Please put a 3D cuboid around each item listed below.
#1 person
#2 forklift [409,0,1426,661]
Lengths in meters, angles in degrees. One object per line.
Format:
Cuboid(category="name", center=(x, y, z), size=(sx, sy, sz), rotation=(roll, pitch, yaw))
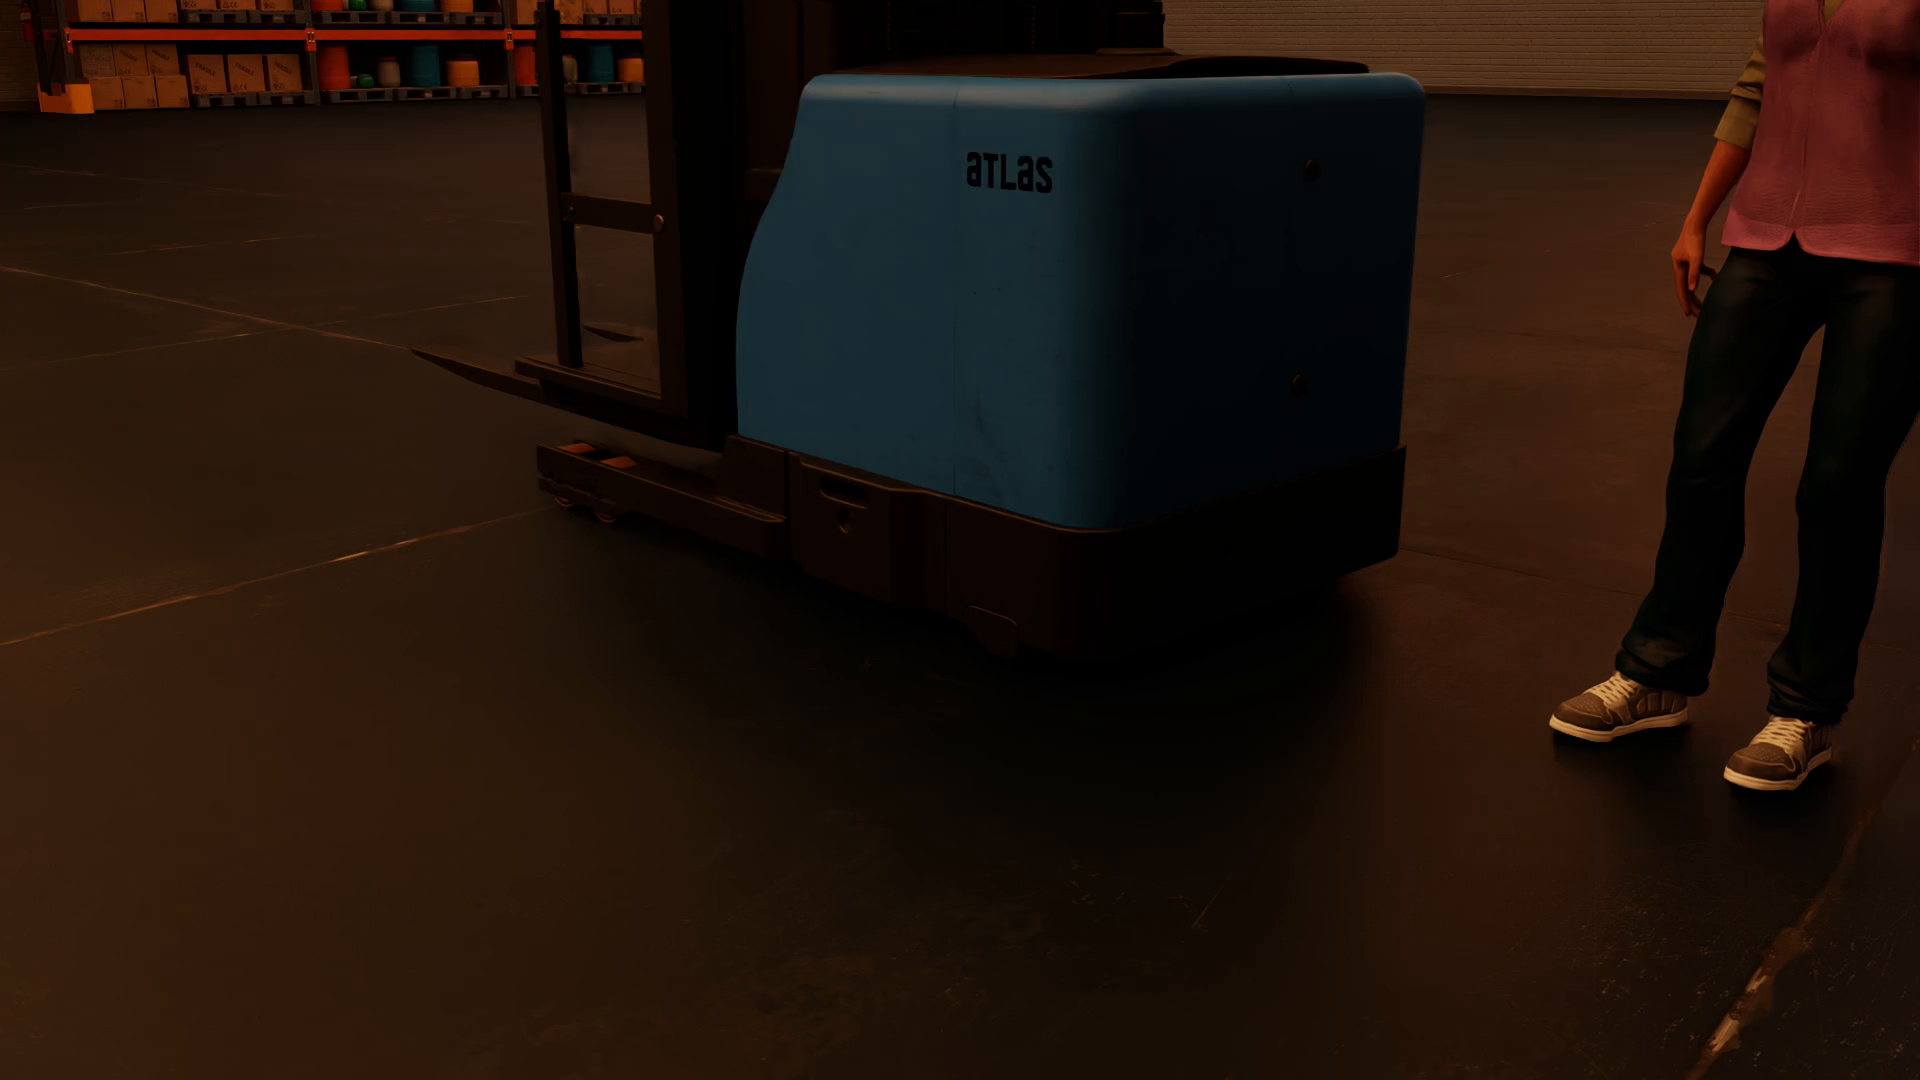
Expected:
Cuboid(category="person", center=(1.295, -0.405, 2.522), size=(0.420, 1.602, 0.517), rotation=(-10, 20, -31))
Cuboid(category="forklift", center=(-0.422, -1.531, 3.939), size=(1.130, 2.935, 3.031), rotation=(-15, 23, -41))
